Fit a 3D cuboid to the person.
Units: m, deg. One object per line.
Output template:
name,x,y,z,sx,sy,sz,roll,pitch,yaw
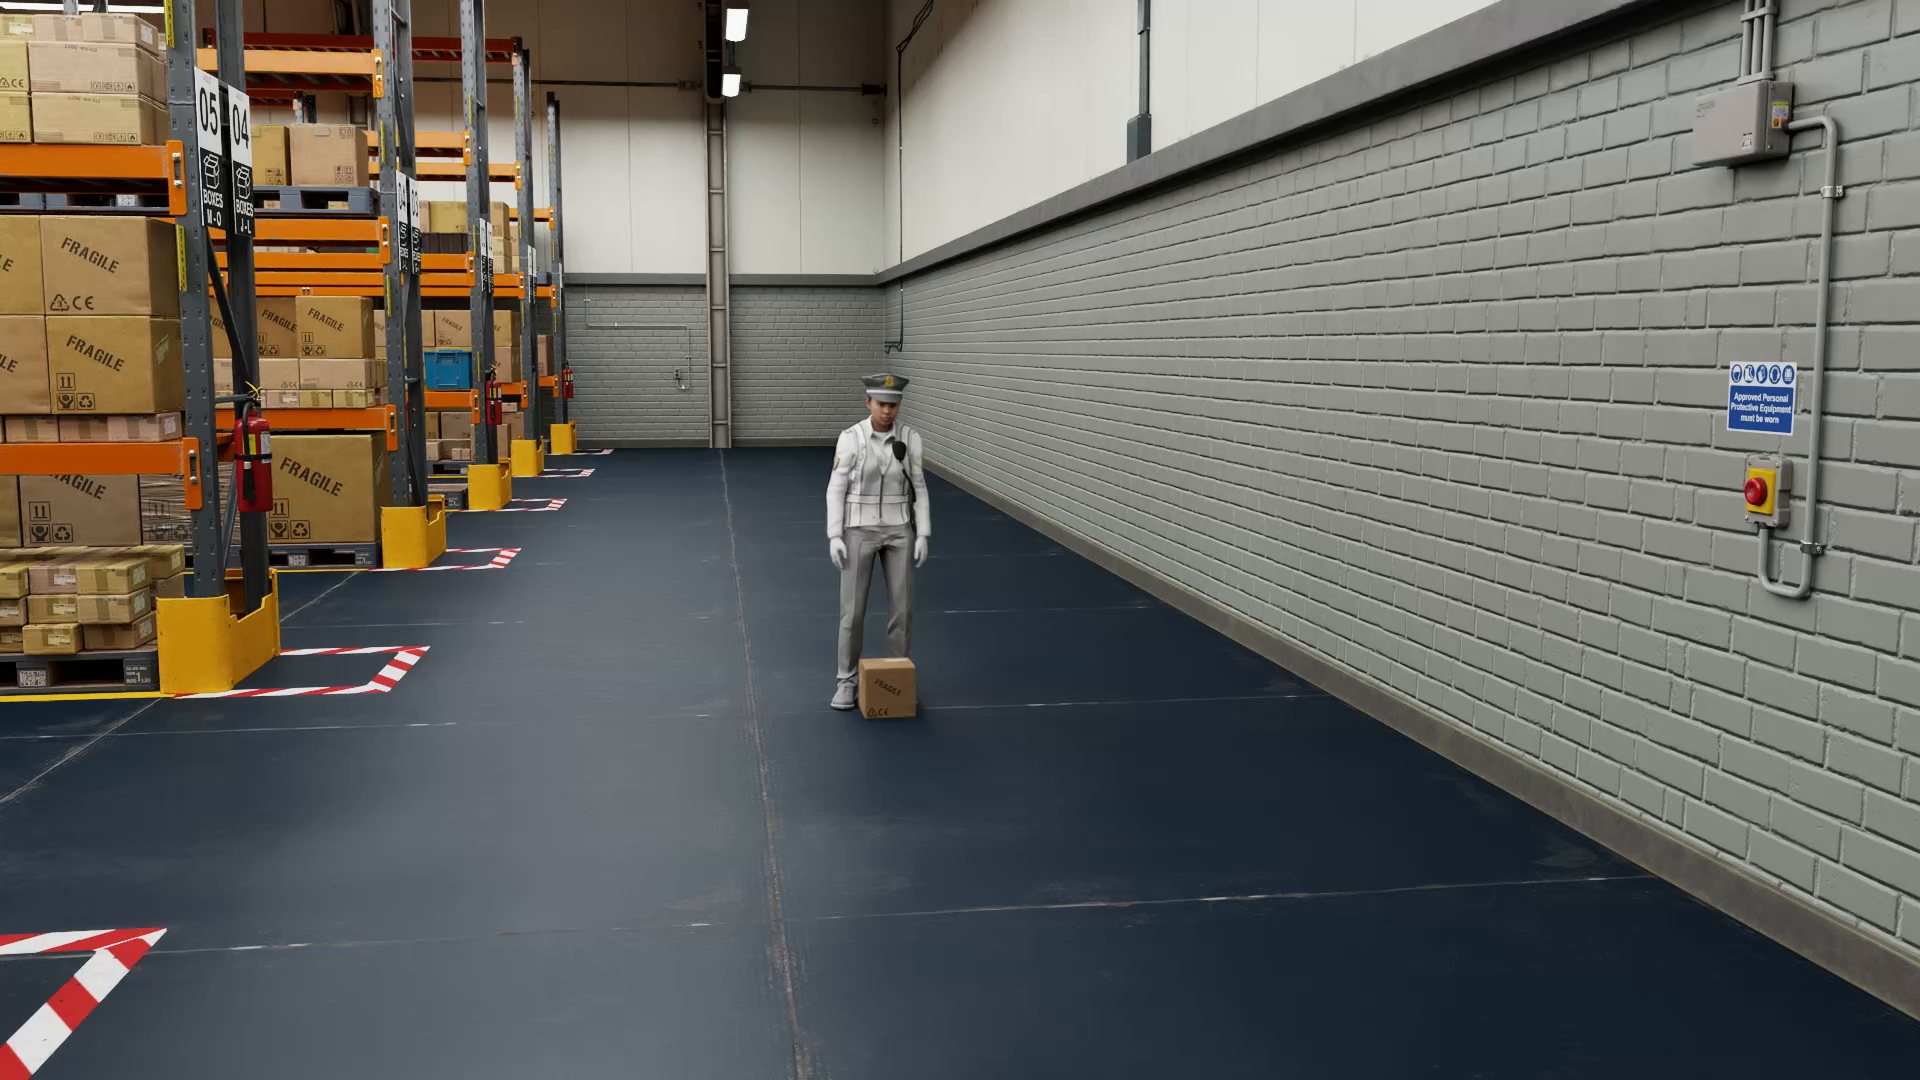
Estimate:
person,-0.403,-0.001,8.335,0.526,1.662,0.374,-1,7,-11
